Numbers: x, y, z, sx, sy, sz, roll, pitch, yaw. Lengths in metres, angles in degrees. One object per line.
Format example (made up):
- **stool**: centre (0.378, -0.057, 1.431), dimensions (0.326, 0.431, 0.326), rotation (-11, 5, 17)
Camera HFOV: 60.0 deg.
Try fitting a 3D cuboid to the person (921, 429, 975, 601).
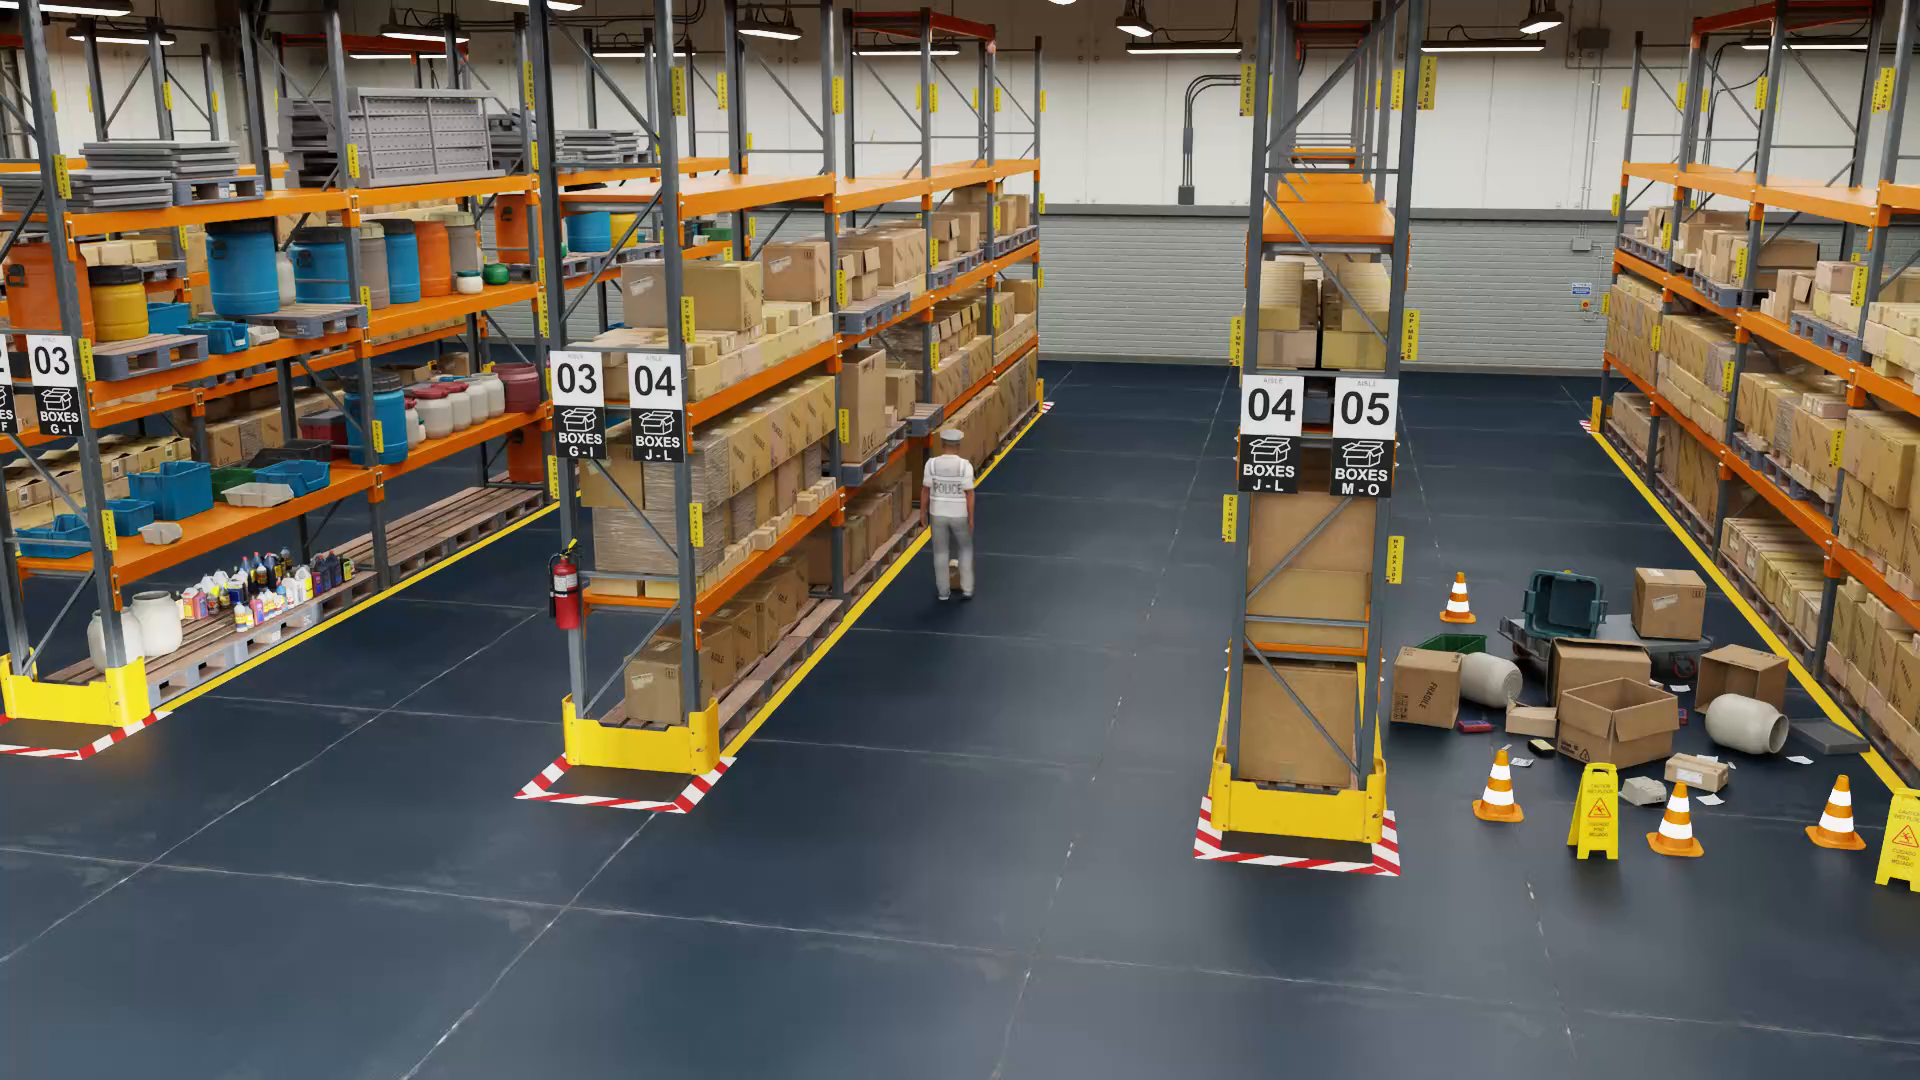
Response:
- **person**: centre (-0.117, -0.235, 16.986), dimensions (0.575, 1.823, 0.511), rotation (2, 15, 6)
